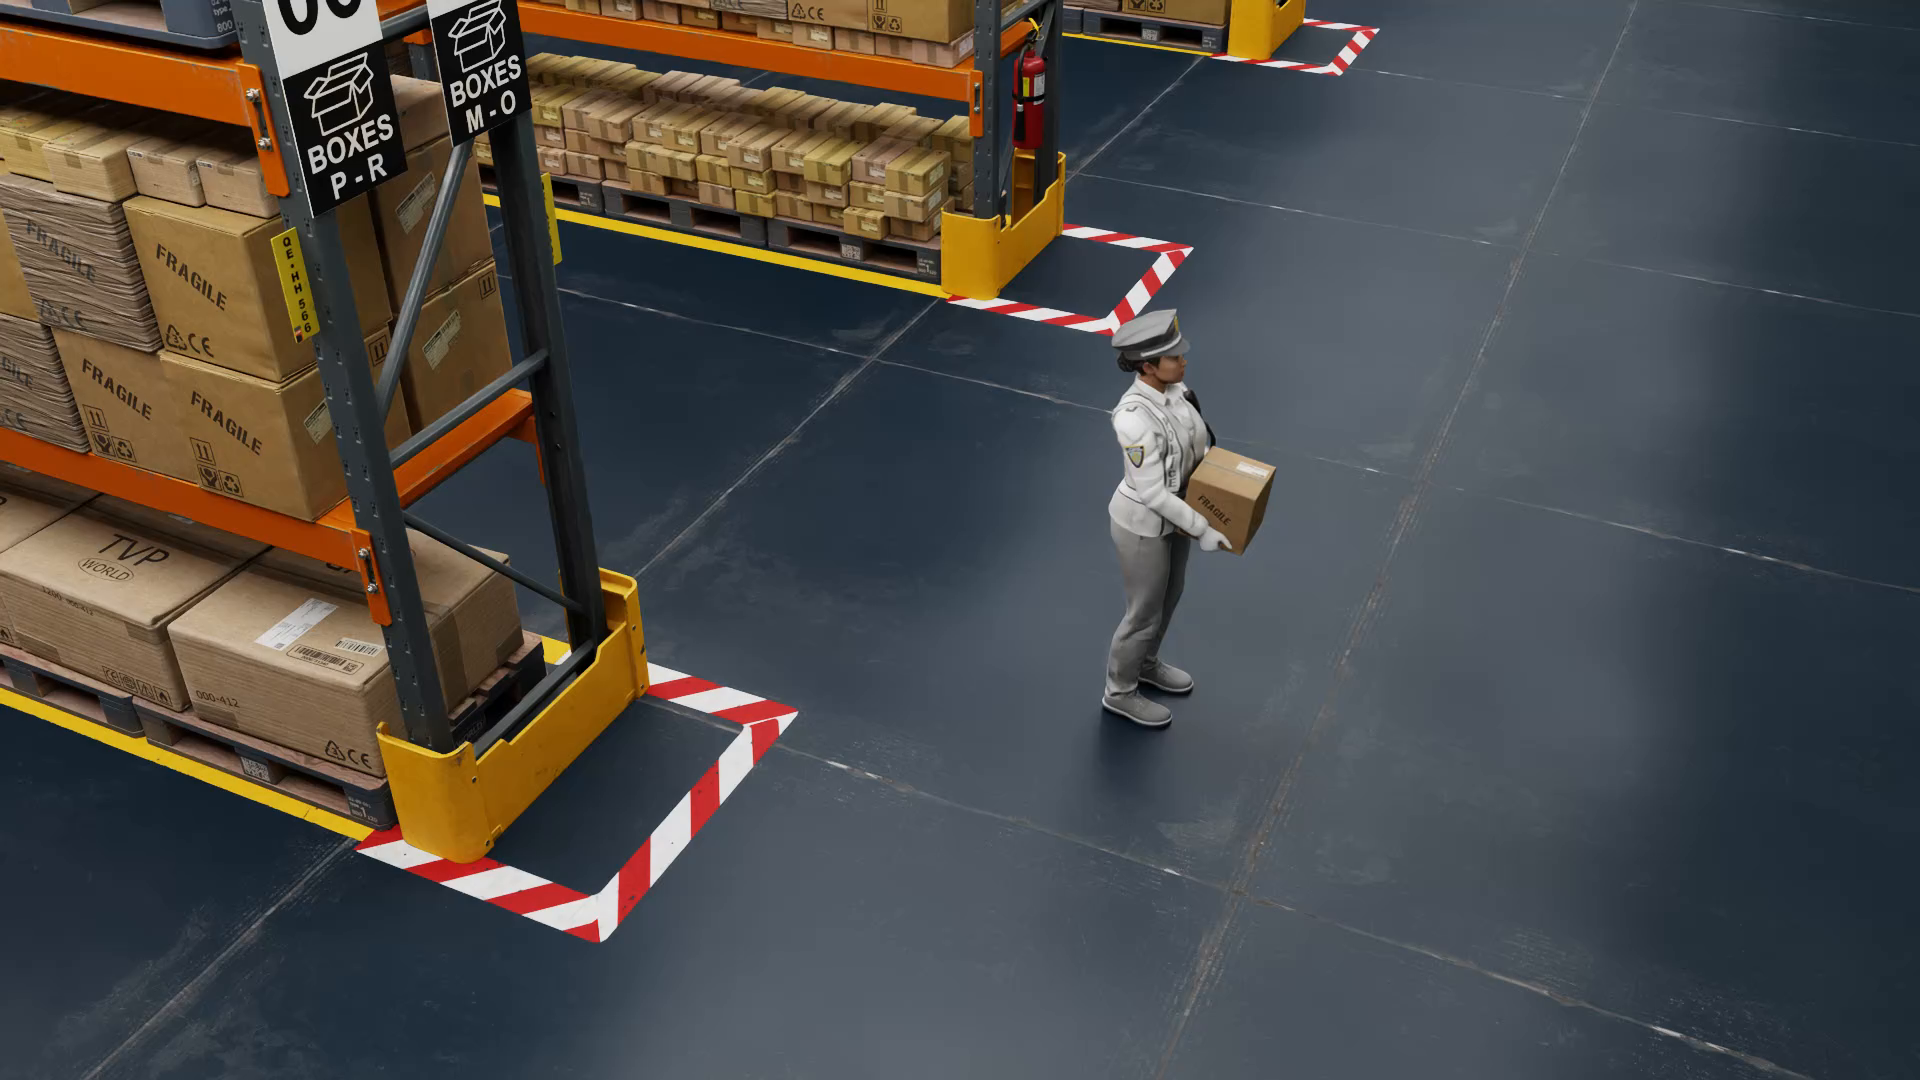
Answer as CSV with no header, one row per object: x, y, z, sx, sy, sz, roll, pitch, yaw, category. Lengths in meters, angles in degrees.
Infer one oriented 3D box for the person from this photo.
0.789,-0.056,6.205,0.549,1.686,0.459,15,37,21,person
